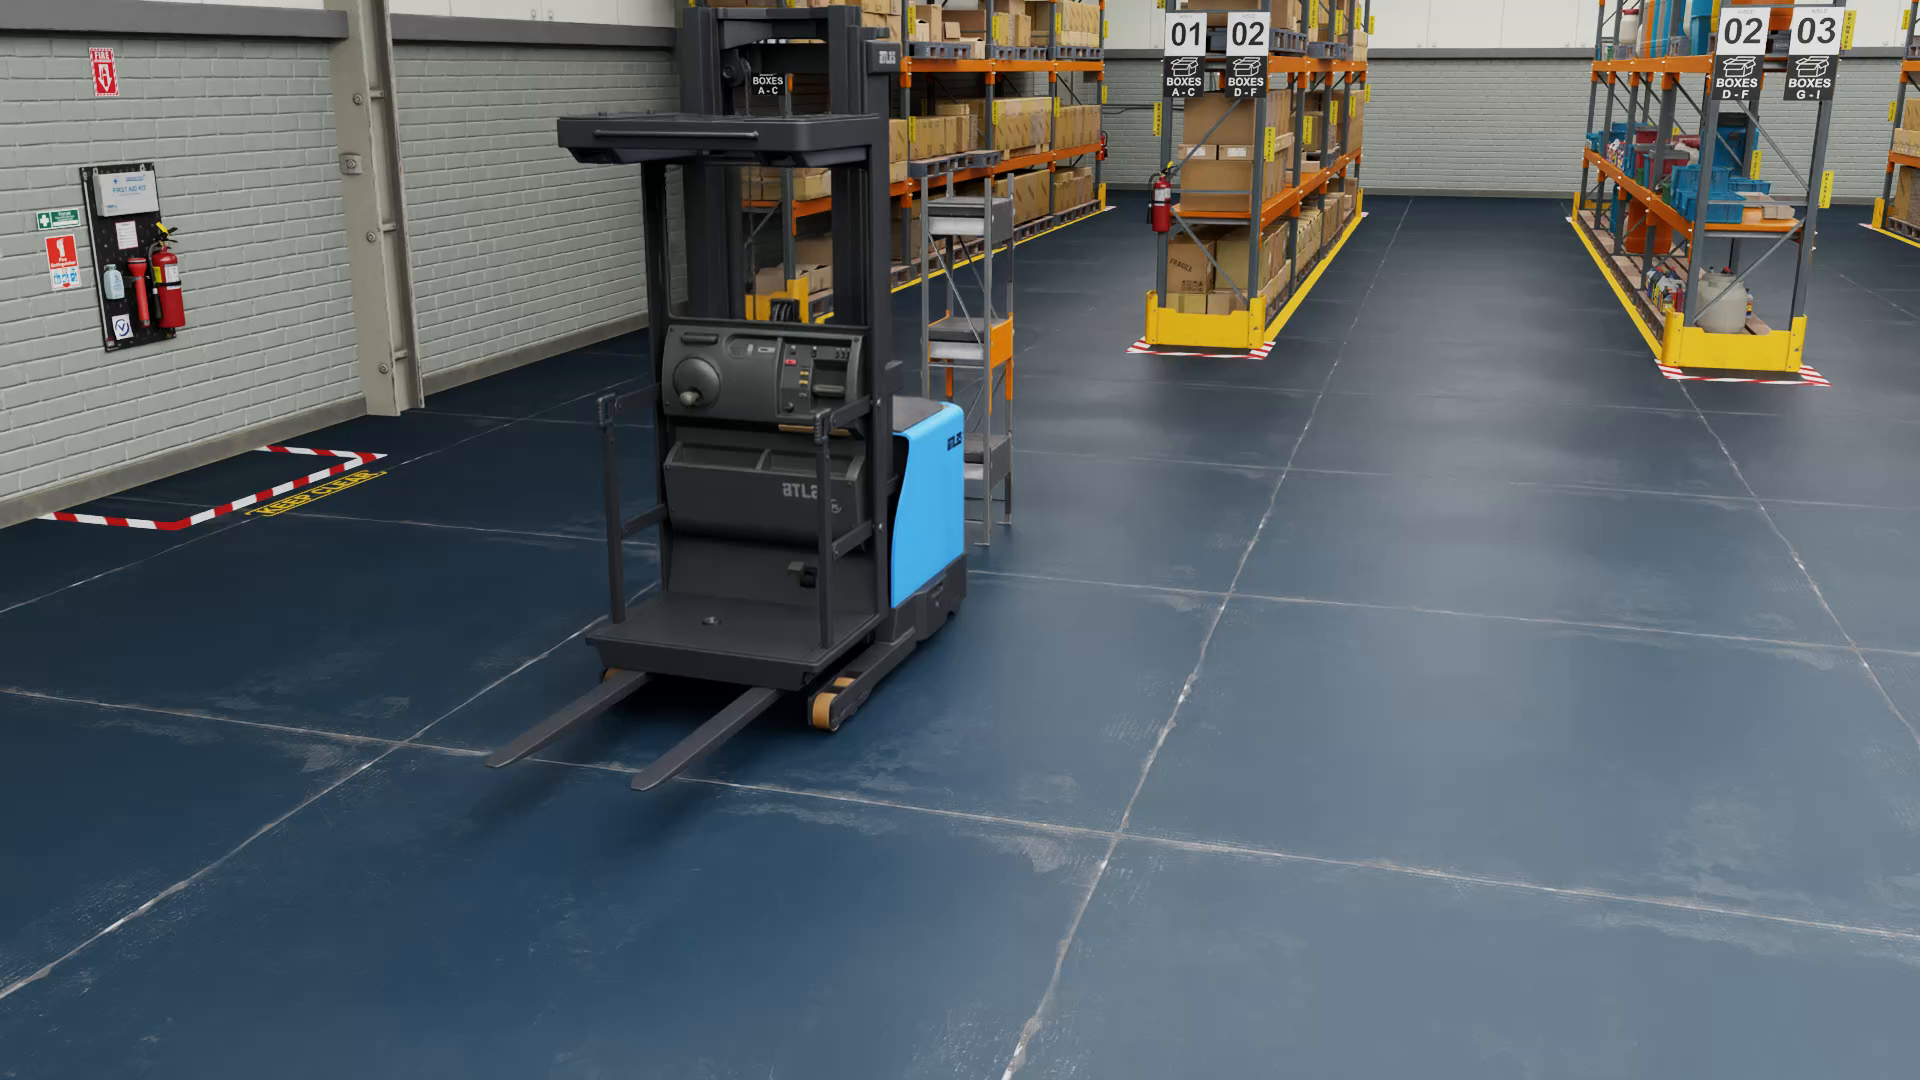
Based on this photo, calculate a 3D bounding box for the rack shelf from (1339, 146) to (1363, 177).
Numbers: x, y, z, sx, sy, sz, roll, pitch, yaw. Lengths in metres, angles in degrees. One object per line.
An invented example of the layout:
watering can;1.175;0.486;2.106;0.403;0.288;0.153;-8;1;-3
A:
rack shelf;6.457;-6.752;29.456;1.077;0.370;4.000;5;16;16

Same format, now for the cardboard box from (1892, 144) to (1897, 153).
cardboard box;16.105;-6.664;28.288;0.380;0.149;0.250;5;17;17

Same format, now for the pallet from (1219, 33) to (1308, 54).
pallet;3.397;-5.657;18.943;1.003;0.211;1.213;5;16;16

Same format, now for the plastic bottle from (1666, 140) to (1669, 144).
plastic bottle;10.636;-5.852;25.055;0.144;0.351;0.185;5;16;16

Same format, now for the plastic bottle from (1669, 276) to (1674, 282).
plastic bottle;7.810;-2.770;18.291;0.097;0.271;0.097;0;16;0

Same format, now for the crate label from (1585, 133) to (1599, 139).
crate label;11.387;-7.146;29.722;0.416;0.233;0.303;5;16;16

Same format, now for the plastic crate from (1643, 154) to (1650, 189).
plastic crate;8.378;-4.402;19.881;0.392;0.384;0.575;5;16;16

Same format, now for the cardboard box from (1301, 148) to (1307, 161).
cardboard box;4.606;-5.394;23.513;0.500;0.311;0.500;6;17;19

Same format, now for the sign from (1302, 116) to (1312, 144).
sign;4.148;-4.894;19.855;0.100;0.325;0.005;5;16;16

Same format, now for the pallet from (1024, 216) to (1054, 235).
pallet;0.991;-5.409;28.513;1.003;0.211;1.213;5;16;16

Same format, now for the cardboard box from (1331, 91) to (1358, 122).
cardboard box;6.585;-7.475;28.671;0.500;0.500;0.500;4;16;14

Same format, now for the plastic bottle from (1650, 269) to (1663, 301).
plastic bottle;7.682;-2.806;18.273;0.144;0.351;0.185;4;16;14

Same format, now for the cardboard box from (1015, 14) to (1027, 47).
cardboard box;0.686;-8.289;27.069;0.700;0.500;0.500;4;16;15

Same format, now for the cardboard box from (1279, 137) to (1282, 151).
cardboard box;3.381;-4.422;18.552;0.380;0.149;0.250;5;17;17

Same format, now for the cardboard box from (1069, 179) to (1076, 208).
cardboard box;1.743;-6.411;30.745;0.700;0.500;0.500;5;17;17

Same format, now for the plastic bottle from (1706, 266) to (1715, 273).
plastic bottle;8.318;-2.855;18.445;0.144;0.351;0.185;5;16;16

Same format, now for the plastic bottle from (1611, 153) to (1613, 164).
plastic bottle;9.817;-5.732;24.907;0.097;0.201;0.097;0;16;0

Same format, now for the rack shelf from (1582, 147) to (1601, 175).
rack shelf;11.205;-6.367;28.099;1.077;0.370;4.000;5;16;16

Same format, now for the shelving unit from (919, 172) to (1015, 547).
shelving unit;0.047;-1.053;9.696;0.431;2.100;0.503;5;16;16

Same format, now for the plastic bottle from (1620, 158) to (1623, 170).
plastic bottle;9.349;-5.301;23.387;0.097;0.201;0.097;0;16;0

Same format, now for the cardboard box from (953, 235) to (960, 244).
cardboard box;-0.411;-4.603;24.334;0.700;0.500;0.500;5;16;16

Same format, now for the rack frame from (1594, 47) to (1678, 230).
rack frame;10.636;-6.190;26.156;1.000;3.000;0.127;5;16;16

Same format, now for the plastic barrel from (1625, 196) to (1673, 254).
plastic barrel;9.622;-4.431;23.161;0.600;0.830;0.708;5;16;16

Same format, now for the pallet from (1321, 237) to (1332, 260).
pallet;5.000;-4.379;24.883;1.003;0.211;1.213;5;16;16

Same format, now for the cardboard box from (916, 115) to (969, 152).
cardboard box;-0.256;-5.899;24.142;0.700;0.500;0.500;3;16;11

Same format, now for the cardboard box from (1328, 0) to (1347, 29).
cardboard box;5.990;-8.677;27.413;0.700;0.500;0.500;5;16;16

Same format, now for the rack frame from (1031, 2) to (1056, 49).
rack frame;1.138;-9.844;28.046;1.000;3.000;0.127;5;16;16

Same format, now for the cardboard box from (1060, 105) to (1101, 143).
cardboard box;2.139;-8.015;32.040;0.980;0.700;0.700;5;17;18

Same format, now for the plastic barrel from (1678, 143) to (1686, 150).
plastic barrel;9.292;-4.801;21.055;0.421;0.512;0.421;0;16;0

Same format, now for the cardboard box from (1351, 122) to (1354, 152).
cardboard box;6.437;-6.870;28.369;0.500;0.500;0.500;5;17;17

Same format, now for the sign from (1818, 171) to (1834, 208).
sign;7.752;-3.140;14.895;0.100;0.325;0.005;5;16;16

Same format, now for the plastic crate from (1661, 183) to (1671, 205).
plastic crate;7.707;-3.662;17.631;0.450;0.188;0.662;5;16;16

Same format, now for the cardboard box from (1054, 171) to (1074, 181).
cardboard box;1.869;-6.670;30.469;0.380;0.149;0.250;4;16;14

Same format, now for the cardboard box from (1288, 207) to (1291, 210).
cardboard box;4.792;-4.801;25.032;0.500;0.500;0.500;5;17;18

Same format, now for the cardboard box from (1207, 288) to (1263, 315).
cardboard box;2.844;-2.438;17.197;0.500;0.250;0.500;5;16;16

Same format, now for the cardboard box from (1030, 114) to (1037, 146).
cardboard box;0.962;-6.754;27.378;0.500;0.500;0.500;5;16;16

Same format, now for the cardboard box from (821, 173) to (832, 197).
cardboard box;-1.695;-3.996;18.660;0.500;0.250;0.500;4;16;14

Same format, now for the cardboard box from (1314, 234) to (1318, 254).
cardboard box;4.693;-4.116;23.114;0.500;0.250;0.500;4;16;15

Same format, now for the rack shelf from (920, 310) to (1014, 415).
rack shelf;0.047;-1.040;9.699;0.431;0.518;0.480;5;16;16

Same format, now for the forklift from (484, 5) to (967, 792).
forklift;-0.933;-0.729;7.029;1.130;2.935;3.031;5;17;19

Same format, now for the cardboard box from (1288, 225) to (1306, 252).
cardboard box;4.119;-3.850;21.149;0.500;0.311;0.500;4;16;15

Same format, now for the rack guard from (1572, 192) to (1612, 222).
rack guard;11.768;-6.041;30.212;1.175;0.500;0.348;5;16;16

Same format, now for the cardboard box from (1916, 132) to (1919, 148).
cardboard box;15.696;-6.414;26.676;0.500;0.250;0.500;4;16;15

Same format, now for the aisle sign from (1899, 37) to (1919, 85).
aisle sign;16.255;-8.145;28.285;0.394;0.787;0.004;5;16;16

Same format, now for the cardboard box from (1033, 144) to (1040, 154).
cardboard box;1.129;-6.531;27.781;0.380;0.149;0.250;5;16;16

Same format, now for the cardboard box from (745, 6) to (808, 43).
cardboard box;-1.938;-5.388;17.610;0.500;0.500;0.500;5;17;17

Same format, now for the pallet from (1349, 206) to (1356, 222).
pallet;6.778;-6.051;30.778;1.003;0.211;1.213;5;16;16

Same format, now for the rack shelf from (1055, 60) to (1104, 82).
rack shelf;1.706;-8.578;30.398;1.077;0.370;4.000;5;16;16

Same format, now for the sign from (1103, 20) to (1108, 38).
sign;2.791;-9.790;31.873;0.100;0.325;0.005;5;16;16

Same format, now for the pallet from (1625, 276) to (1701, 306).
pallet;8.549;-2.964;19.892;1.003;0.211;1.213;5;16;16

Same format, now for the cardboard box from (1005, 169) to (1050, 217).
cardboard box;1.078;-5.946;28.465;0.750;0.750;0.750;5;17;17

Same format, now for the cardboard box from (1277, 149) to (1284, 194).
cardboard box;3.351;-4.275;19.222;0.700;0.500;0.500;4;16;15

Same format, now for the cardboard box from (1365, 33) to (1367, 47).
cardboard box;7.124;-9.079;30.202;0.500;0.250;0.500;5;16;16

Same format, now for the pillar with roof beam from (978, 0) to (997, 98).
pillar with roof beam;4.635;-9.761;27.751;9.100;9.000;0.400;5;16;16

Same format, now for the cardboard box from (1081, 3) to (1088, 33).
cardboard box;2.035;-9.507;30.300;0.500;0.500;0.500;4;16;13
